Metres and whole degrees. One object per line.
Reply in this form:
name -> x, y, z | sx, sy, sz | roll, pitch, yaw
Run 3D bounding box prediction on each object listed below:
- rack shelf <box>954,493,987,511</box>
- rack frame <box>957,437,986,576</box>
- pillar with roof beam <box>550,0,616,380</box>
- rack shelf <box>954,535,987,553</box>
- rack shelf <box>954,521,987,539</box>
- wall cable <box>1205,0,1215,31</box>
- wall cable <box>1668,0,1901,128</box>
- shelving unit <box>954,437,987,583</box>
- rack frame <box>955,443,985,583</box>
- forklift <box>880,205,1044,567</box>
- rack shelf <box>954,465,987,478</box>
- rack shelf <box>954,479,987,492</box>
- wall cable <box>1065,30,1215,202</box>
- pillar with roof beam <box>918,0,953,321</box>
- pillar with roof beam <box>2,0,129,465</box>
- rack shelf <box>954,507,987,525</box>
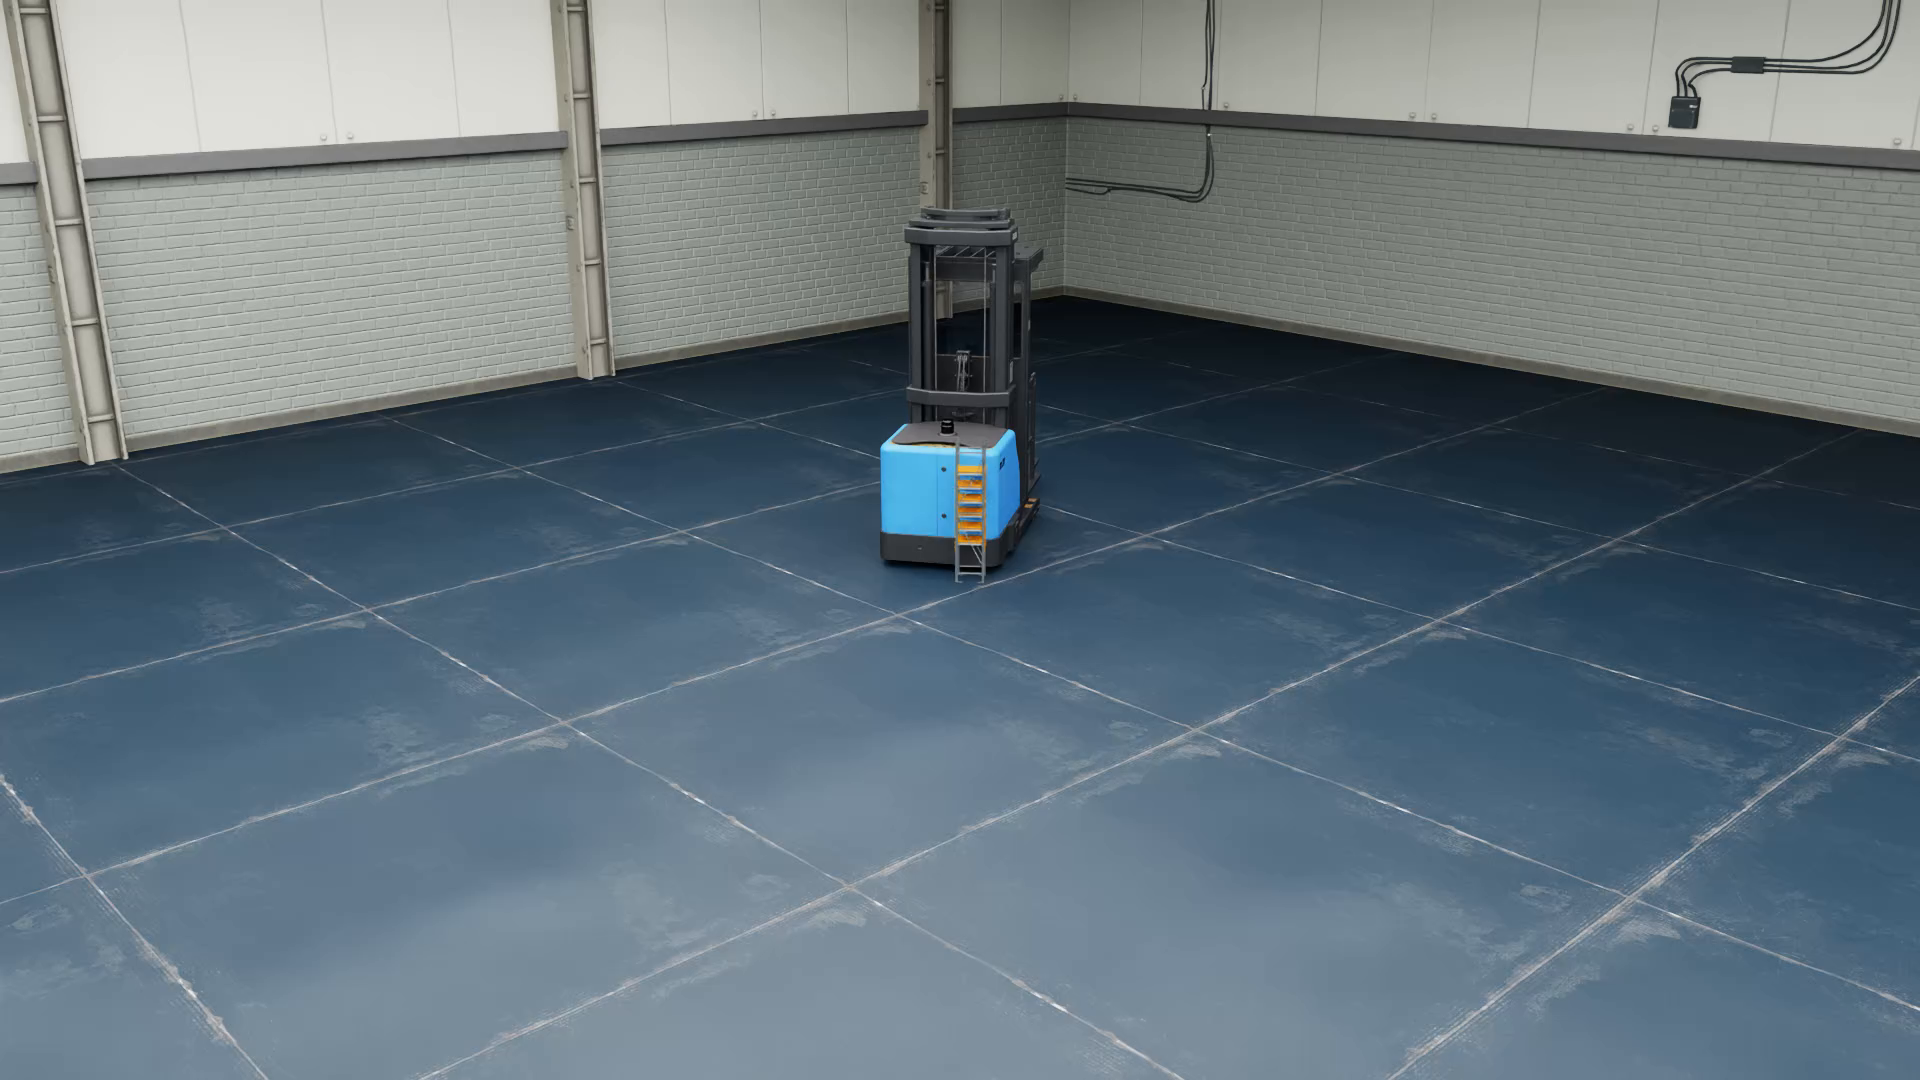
rack shelf -> 0.089, -0.317, 13.768 | 0.258, 0.103, 0.180 | 1, 17, 4
rack frame -> 0.096, -0.272, 13.878 | 0.240, 1.200, 0.006 | 1, 17, 4
pillar with roof beam -> -1.758, -5.447, 17.193 | 0.400, 9.000, 9.100 | -16, 24, -41
rack shelf -> 0.088, 0.027, 13.876 | 0.258, 0.103, 0.180 | 1, 17, 4
rack shelf -> 0.089, -0.088, 13.840 | 0.258, 0.103, 0.180 | 1, 17, 4
wall cable -> 4.552, -8.330, 22.931 | 0.112, 2.526, 3.097 | -16, 24, -41
wall cable -> 9.204, -7.498, 18.005 | 0.169, 6.003, 2.305 | -16, 24, -41
shelving unit -> 0.089, -0.245, 13.791 | 0.258, 1.200, 0.189 | 1, 17, 4
rack frame -> 0.082, -0.217, 13.704 | 0.240, 1.200, 0.006 | 1, 17, 4
forklift -> 0.136, -1.582, 15.112 | 1.130, 2.935, 3.031 | 4, 18, 12
rack shelf -> 0.089, -0.546, 13.696 | 0.258, 0.103, 0.180 | 1, 17, 4
rack shelf -> 0.089, -0.431, 13.732 | 0.258, 0.103, 0.180 | 1, 17, 4
wall cable -> 2.693, -6.534, 25.580 | 0.112, 2.526, 3.097 | -16, 24, -41
pillar with roof beam -> 2.602, -6.718, 21.114 | 0.400, 9.000, 9.100 | -16, 24, -41
pillar with roof beam -> -6.117, -4.175, 13.272 | 0.400, 9.000, 9.100 | -16, 24, -41
rack shelf -> 0.089, -0.202, 13.804 | 0.258, 0.103, 0.180 | 1, 17, 4
